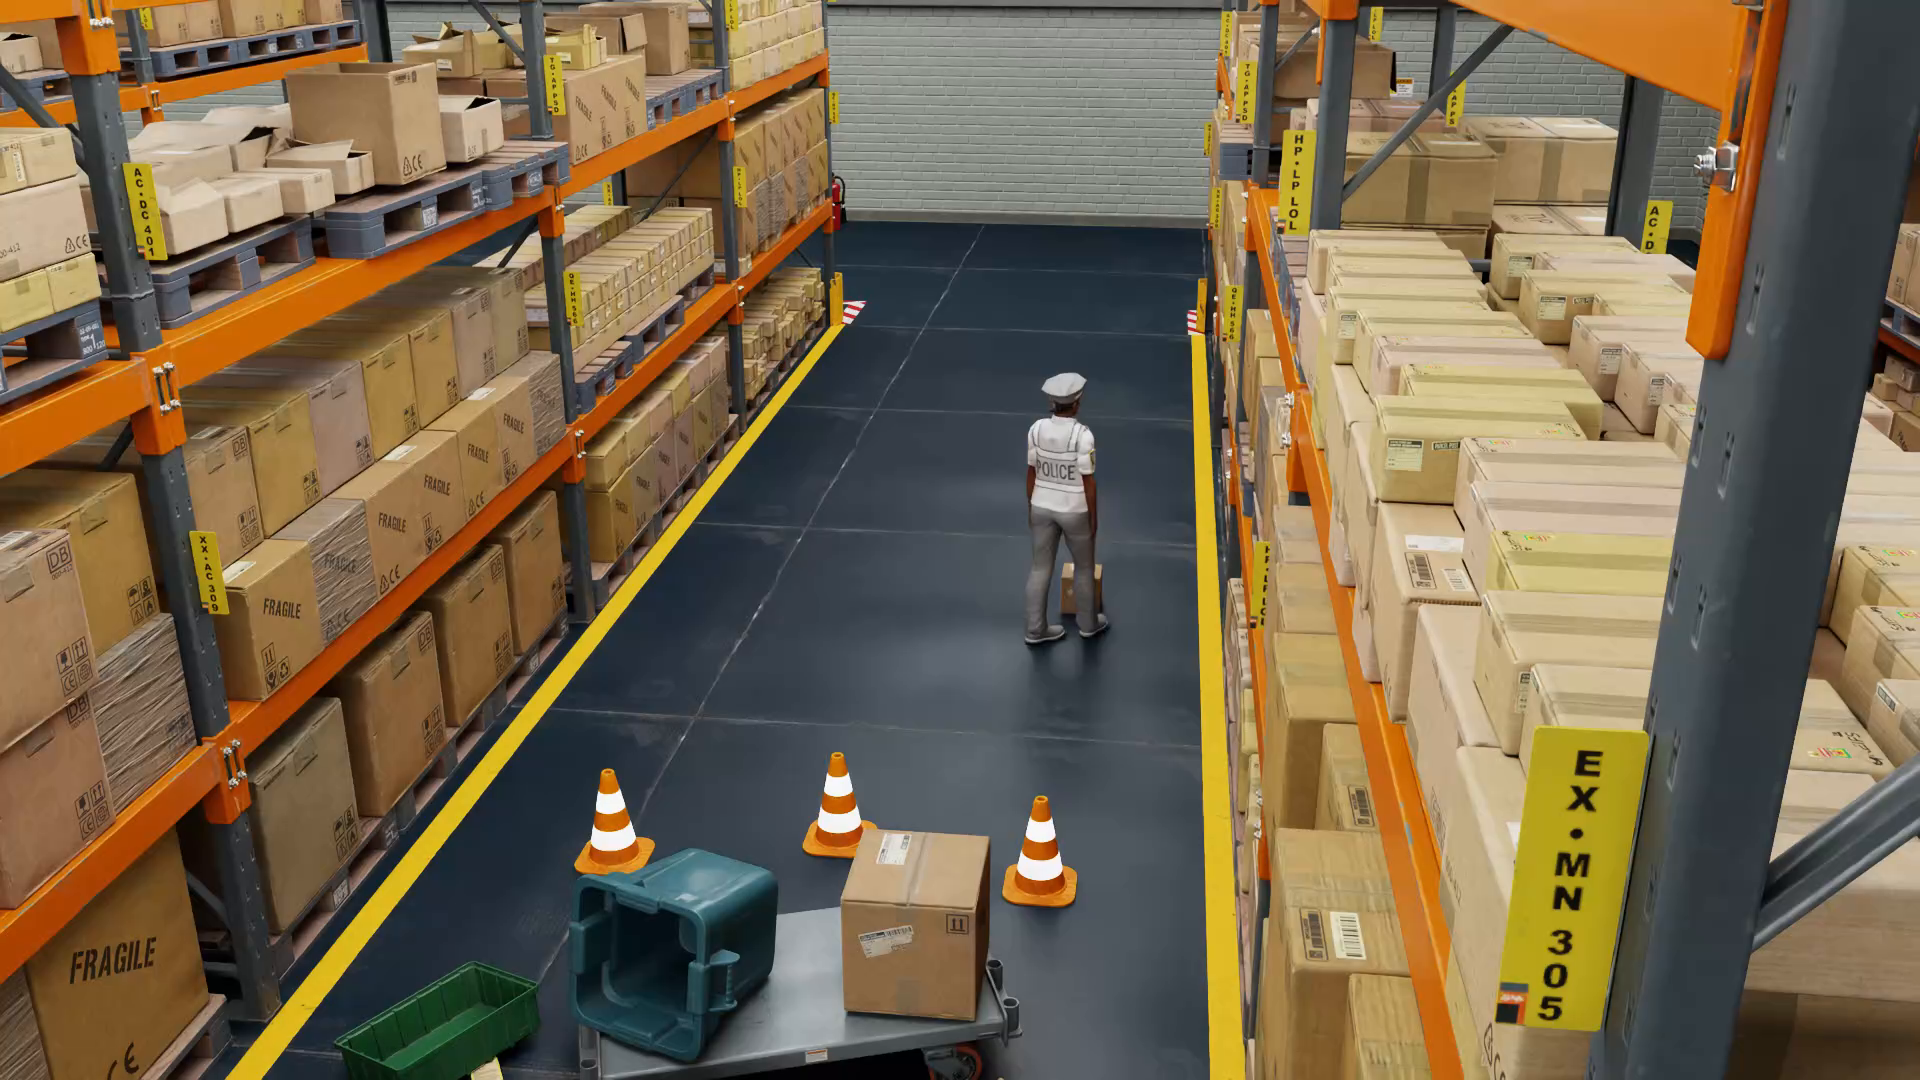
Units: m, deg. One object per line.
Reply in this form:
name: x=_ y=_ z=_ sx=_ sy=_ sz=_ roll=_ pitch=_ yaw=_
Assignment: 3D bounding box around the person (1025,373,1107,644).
person: x=0.650 y=-0.201 z=10.062 sx=0.451 sy=1.674 sz=0.551 roll=11 pitch=24 yaw=26
